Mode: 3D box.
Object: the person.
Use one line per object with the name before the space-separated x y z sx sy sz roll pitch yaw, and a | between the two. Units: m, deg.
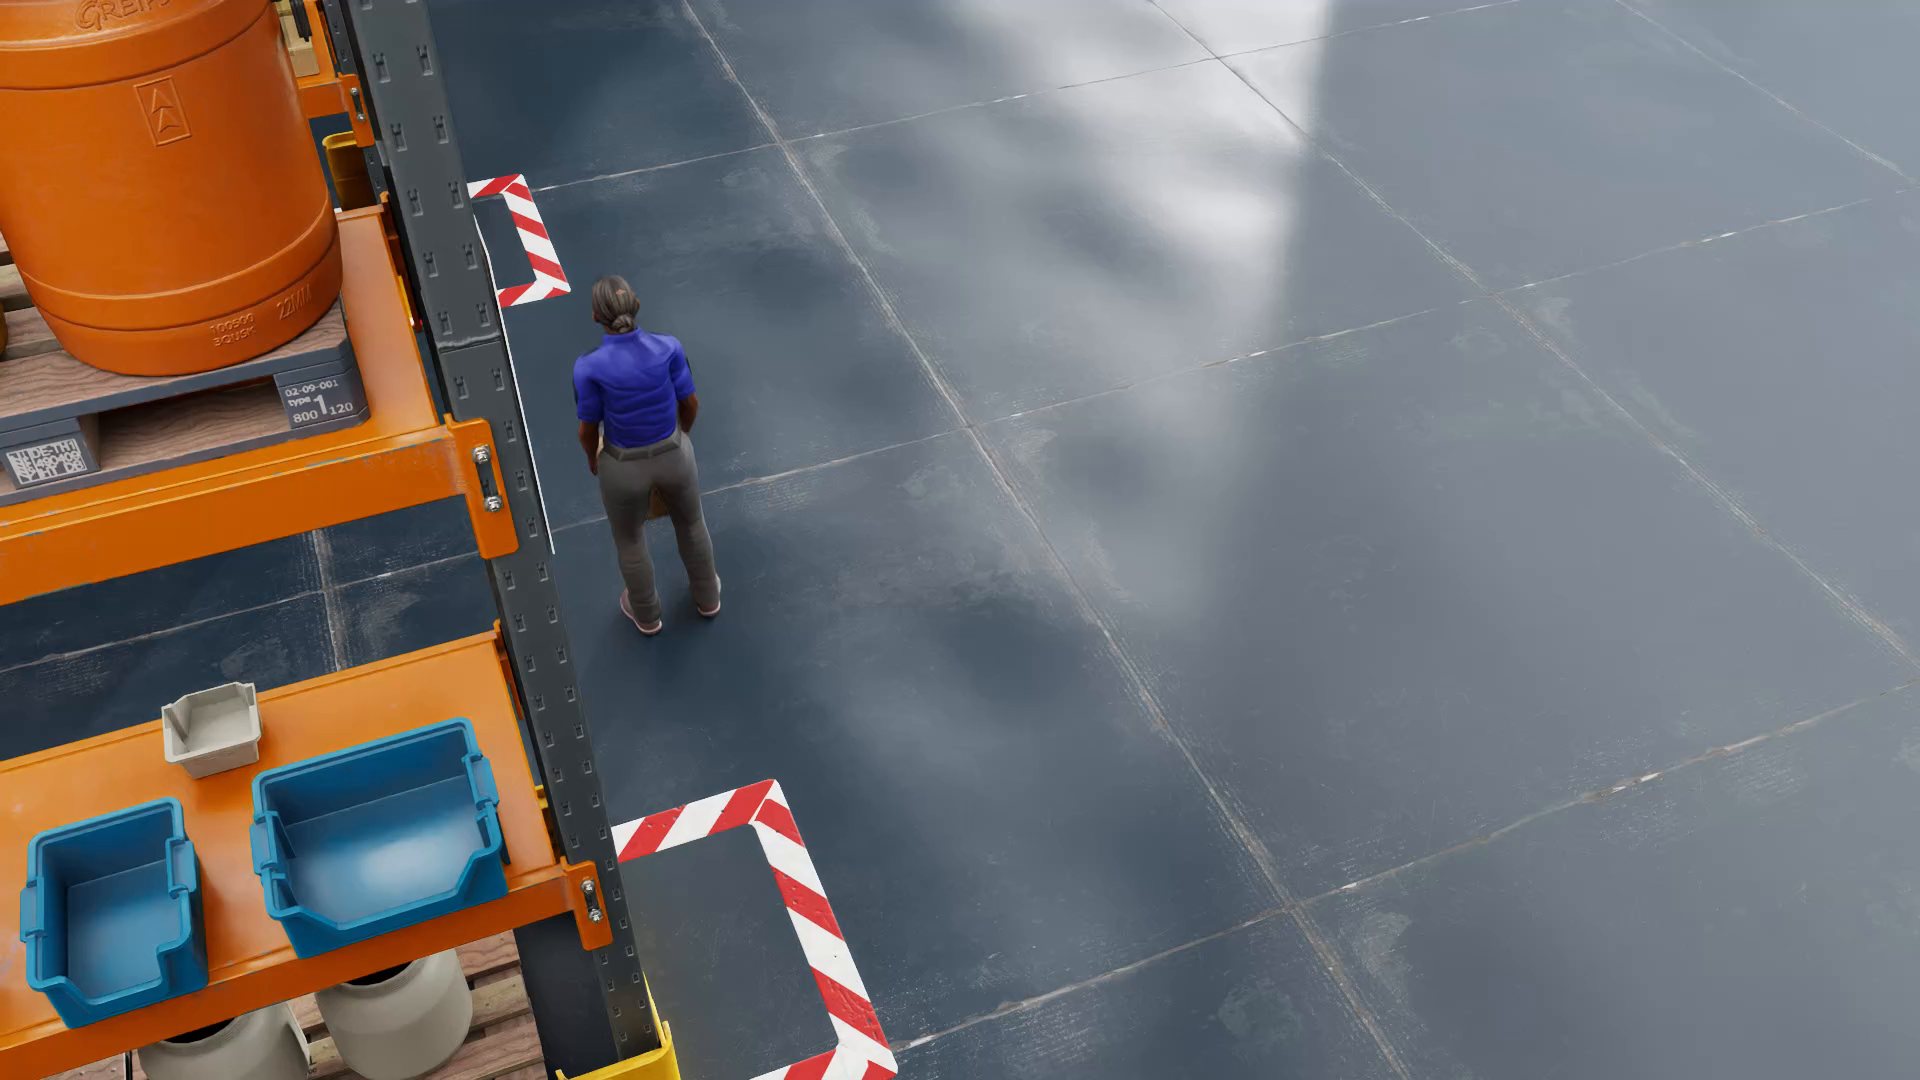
person | -1.237 -0.317 6.516 0.519 1.654 0.352 -16 44 -17
